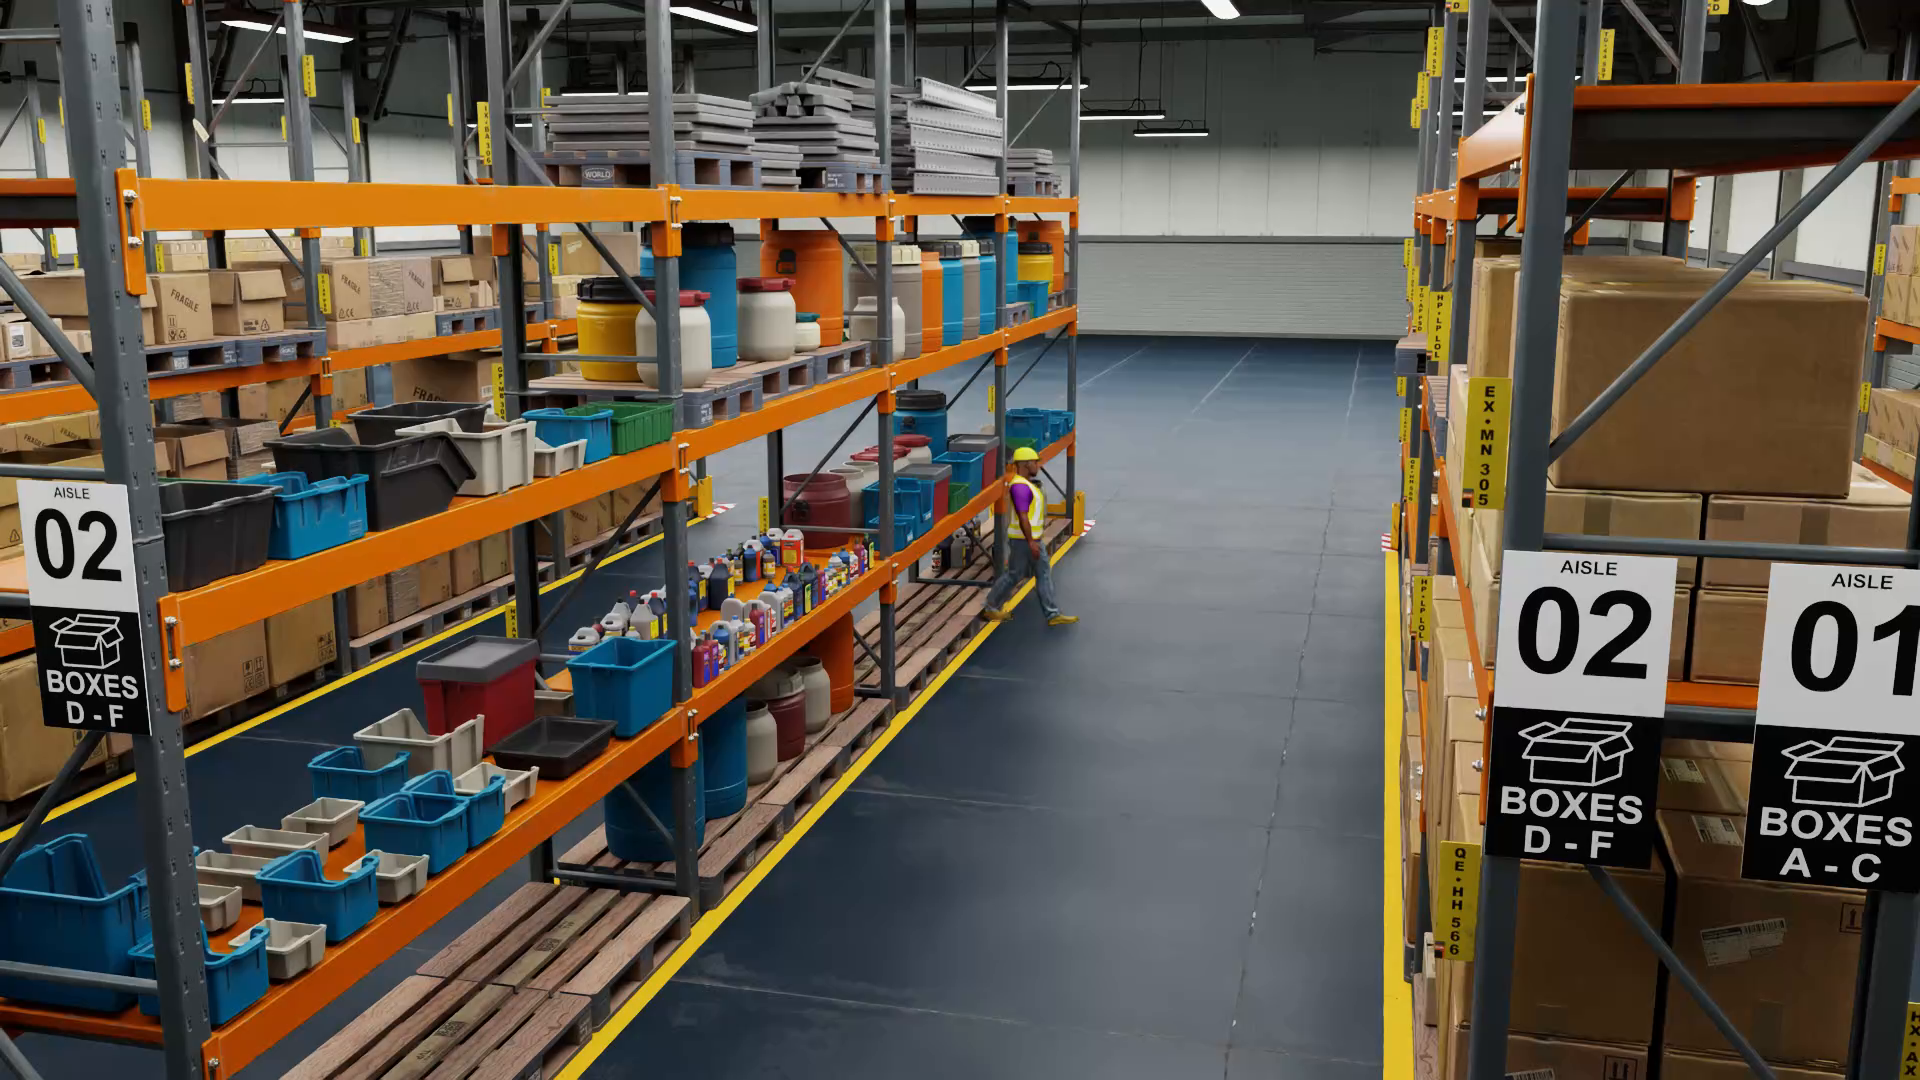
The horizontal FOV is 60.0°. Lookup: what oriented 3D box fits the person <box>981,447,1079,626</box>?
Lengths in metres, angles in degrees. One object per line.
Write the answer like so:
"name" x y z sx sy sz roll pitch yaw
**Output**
"person" 0.664 -0.021 15.966 0.953 1.726 0.581 3 12 15
